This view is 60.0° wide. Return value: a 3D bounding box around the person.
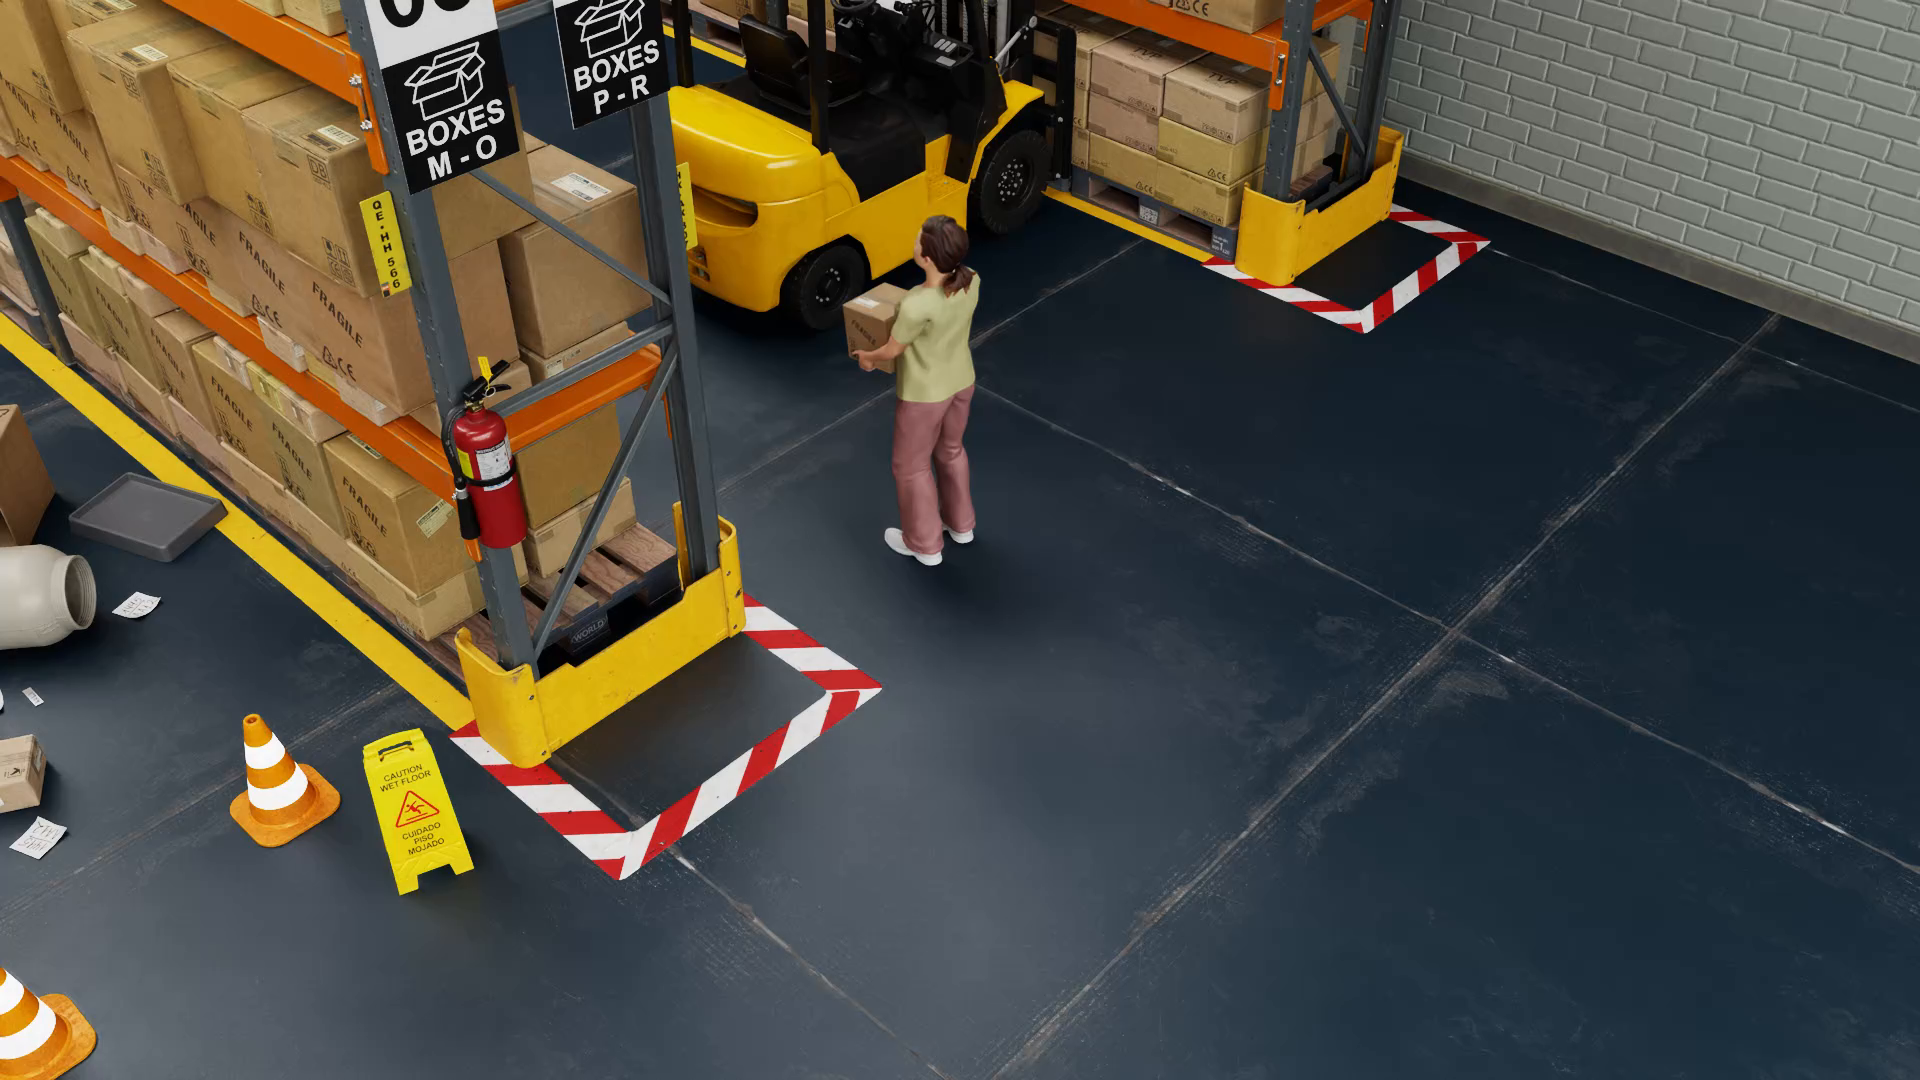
[{"bbox_3d":[-0.162,-0.650,6.953,0.558,1.663,0.428,30,48,31],"label":"person"}]
